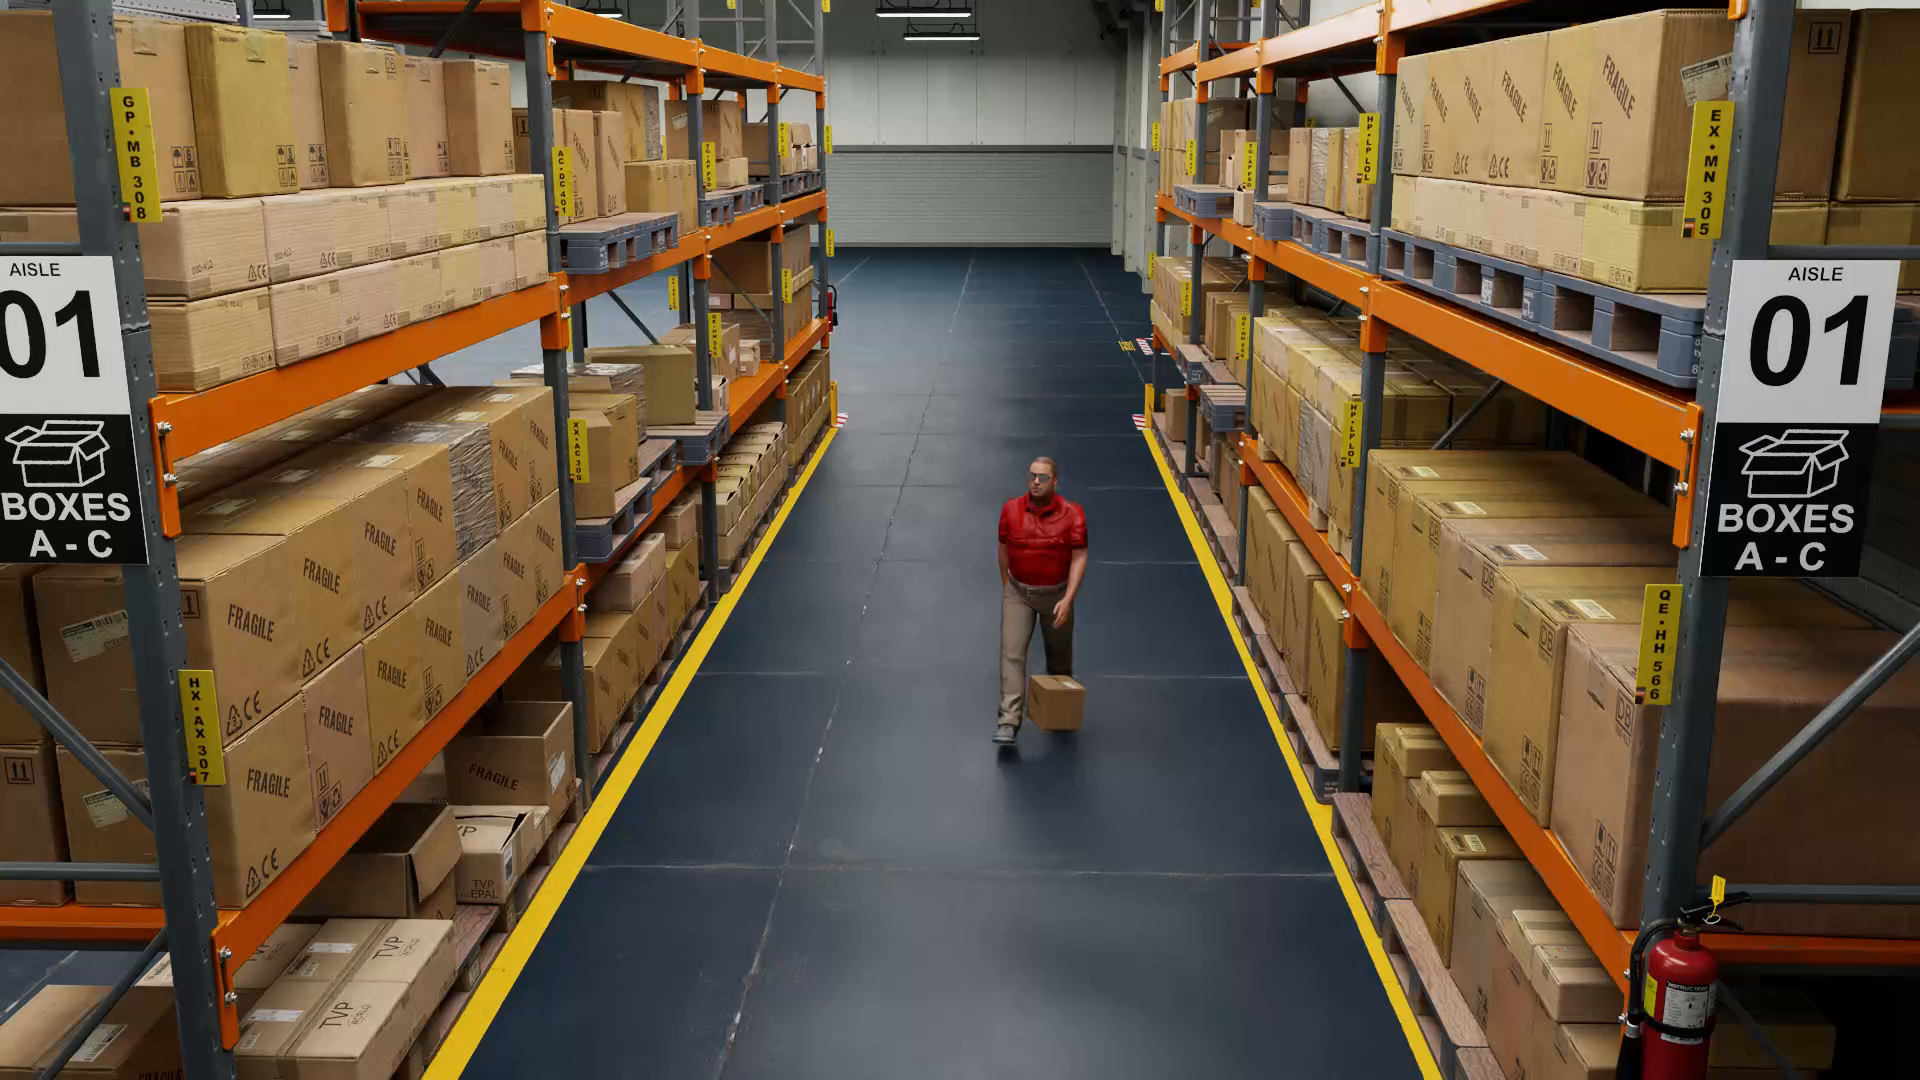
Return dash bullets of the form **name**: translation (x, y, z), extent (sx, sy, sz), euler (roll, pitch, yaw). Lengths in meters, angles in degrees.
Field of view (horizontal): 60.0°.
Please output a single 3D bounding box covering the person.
- **person**: translation (0.478, 0.329, 9.755), extent (0.540, 1.669, 1.035), euler (2, 14, 8)
